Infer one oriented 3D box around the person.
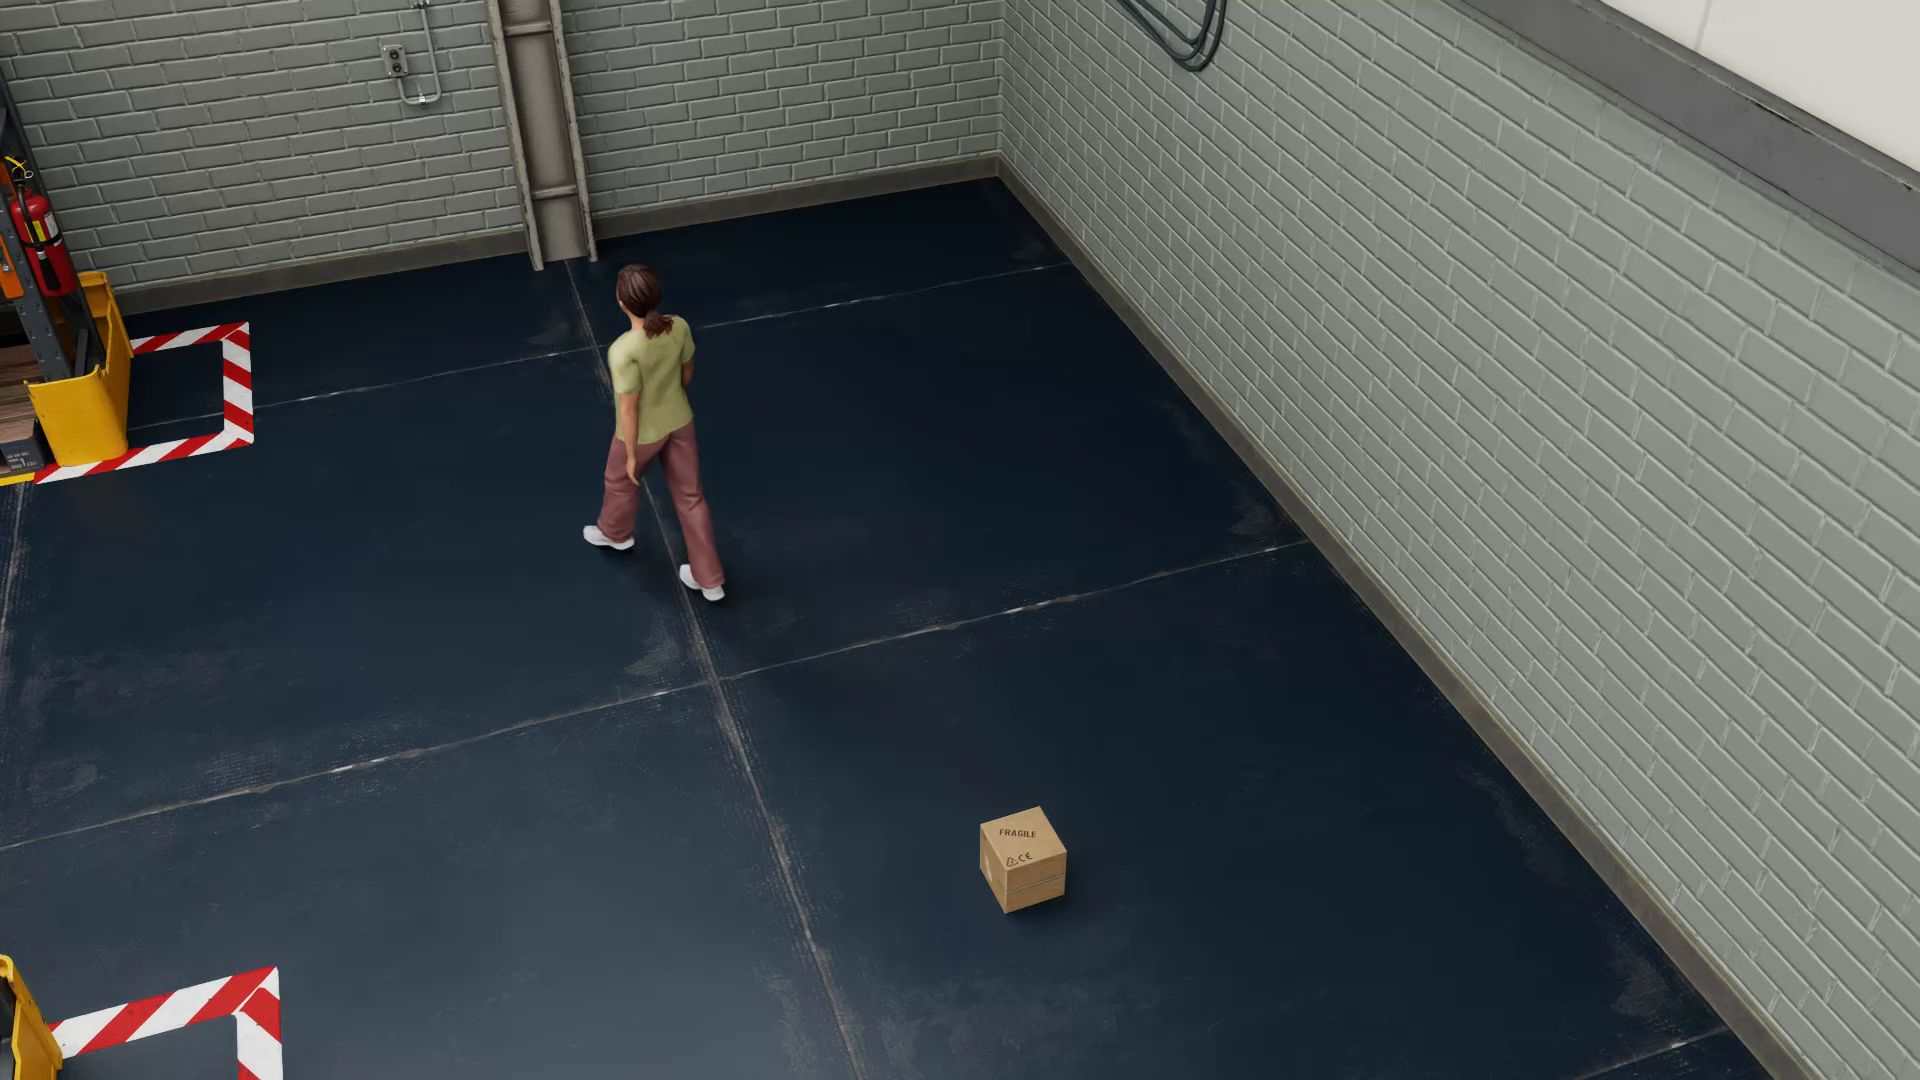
[{"bbox_3d":[-1.414,-0.544,7.470,0.477,1.640,0.909,-29,46,-32],"label":"person"}]
